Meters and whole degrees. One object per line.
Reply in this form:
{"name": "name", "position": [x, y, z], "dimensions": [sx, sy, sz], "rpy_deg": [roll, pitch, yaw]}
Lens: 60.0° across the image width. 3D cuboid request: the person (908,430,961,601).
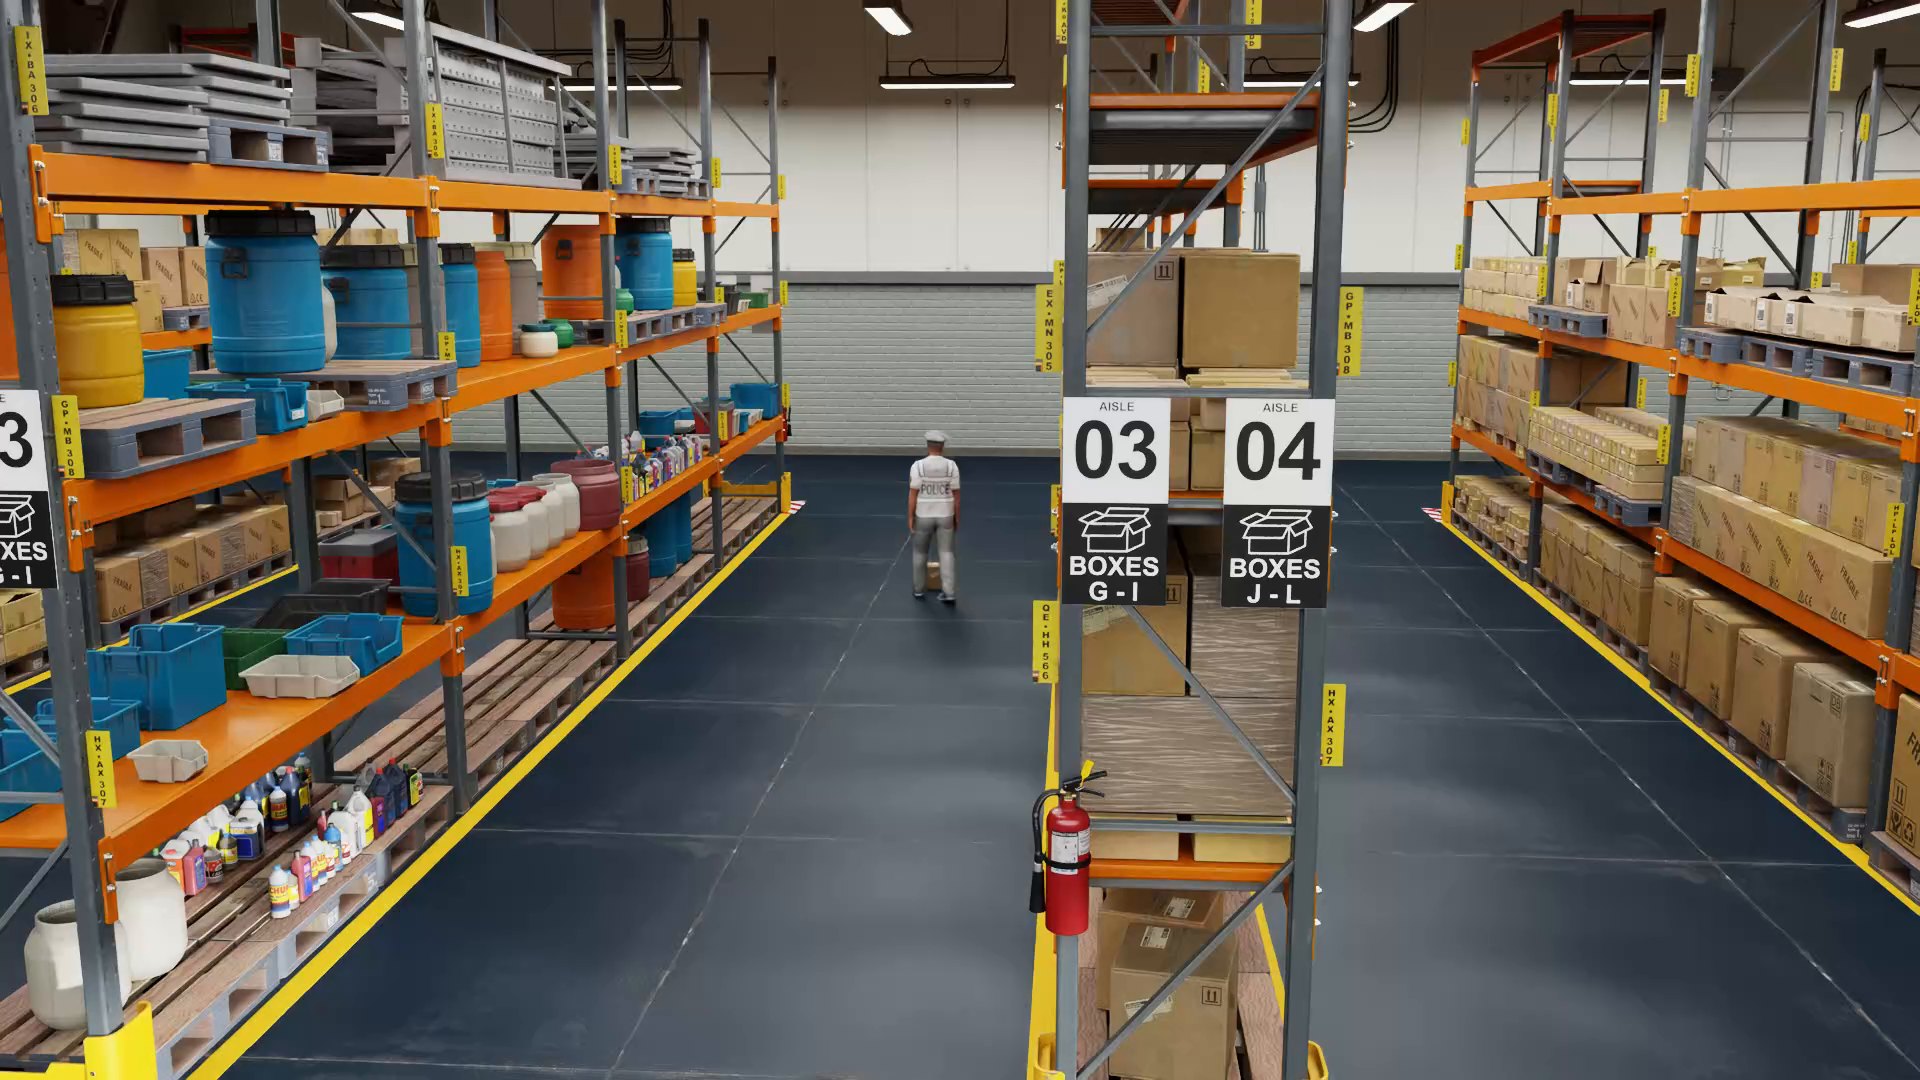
{"name": "person", "position": [-0.276, -0.261, 17.253], "dimensions": [0.548, 1.761, 0.697], "rpy_deg": [-1, 11, -7]}
